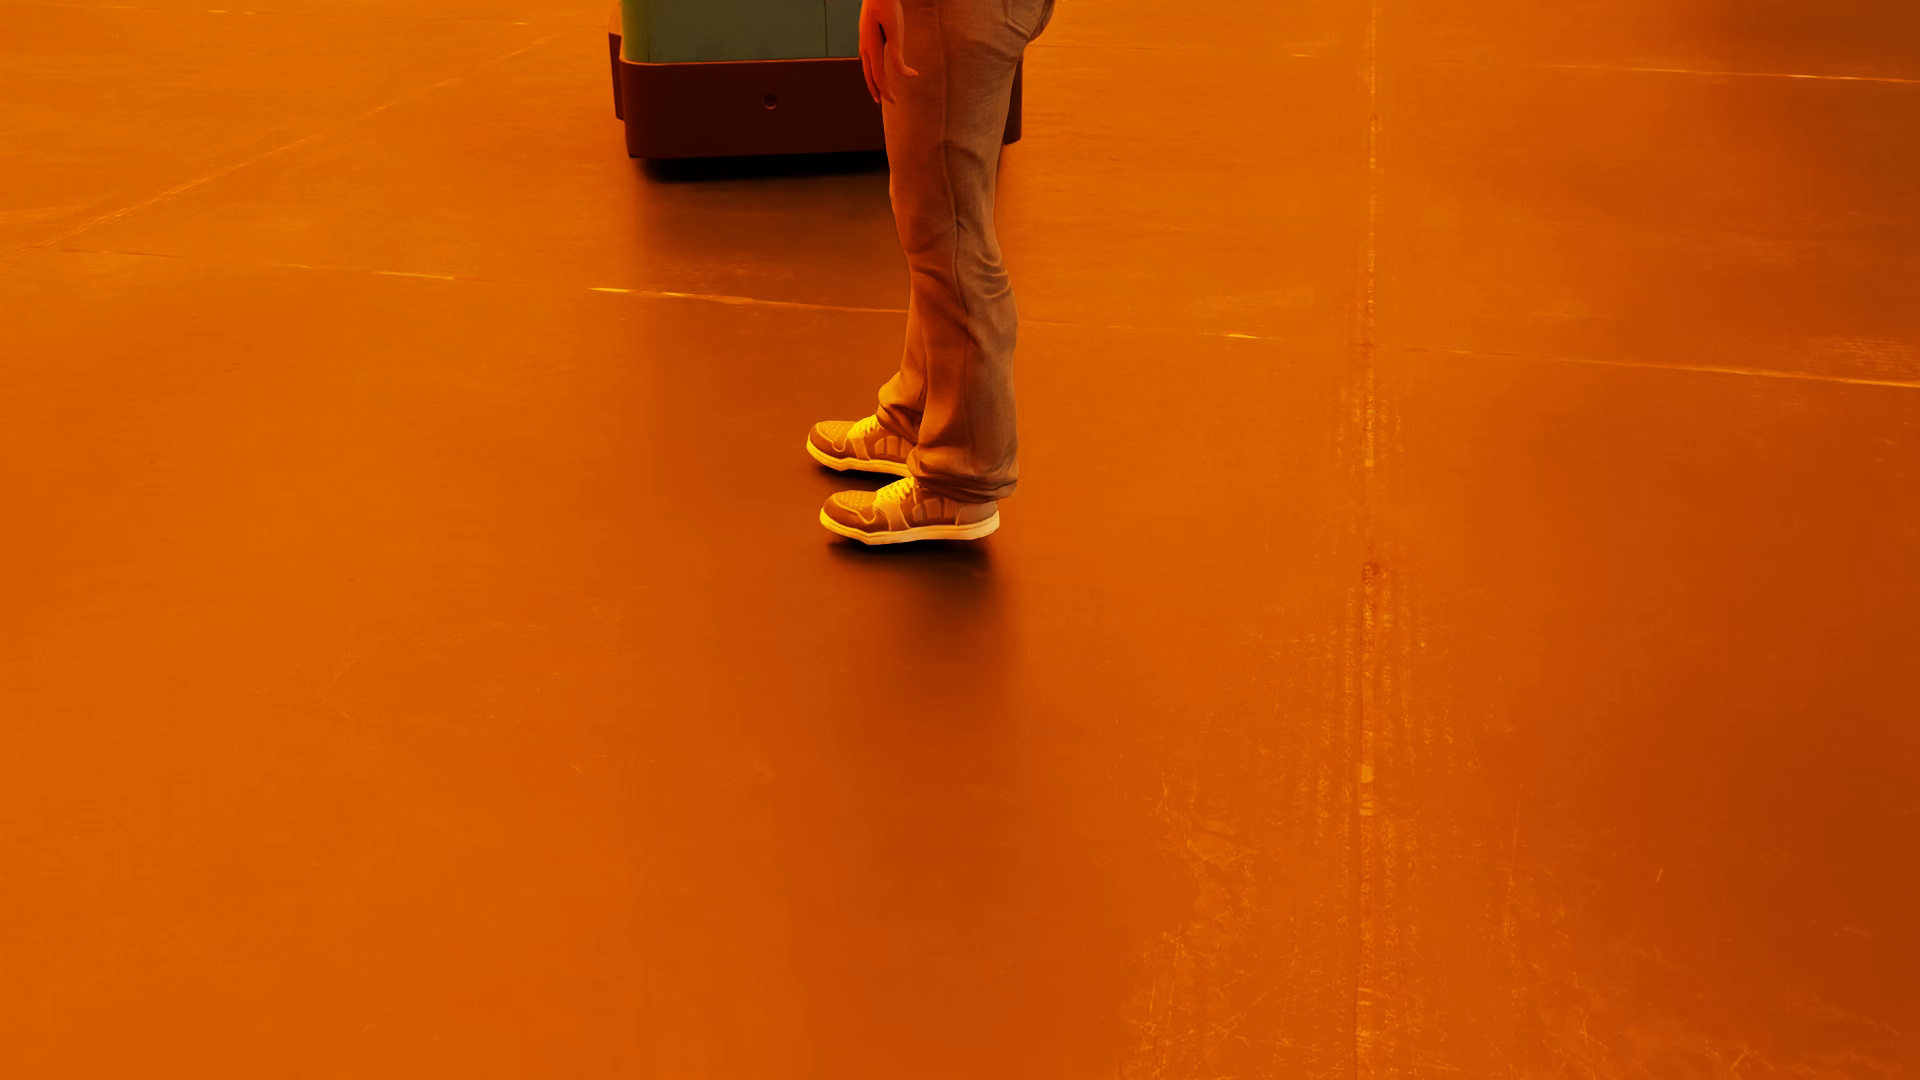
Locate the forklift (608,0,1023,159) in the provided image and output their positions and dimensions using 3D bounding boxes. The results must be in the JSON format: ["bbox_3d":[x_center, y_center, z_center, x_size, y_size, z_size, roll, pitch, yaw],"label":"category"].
[{"bbox_3d":[-0.577,-2.929,5.052,1.130,2.935,3.031,-4,27,-8],"label":"forklift"}]

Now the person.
[{"bbox_3d":[-0.069,-0.733,2.164,0.475,1.597,0.520,6,27,11],"label":"person"}]
